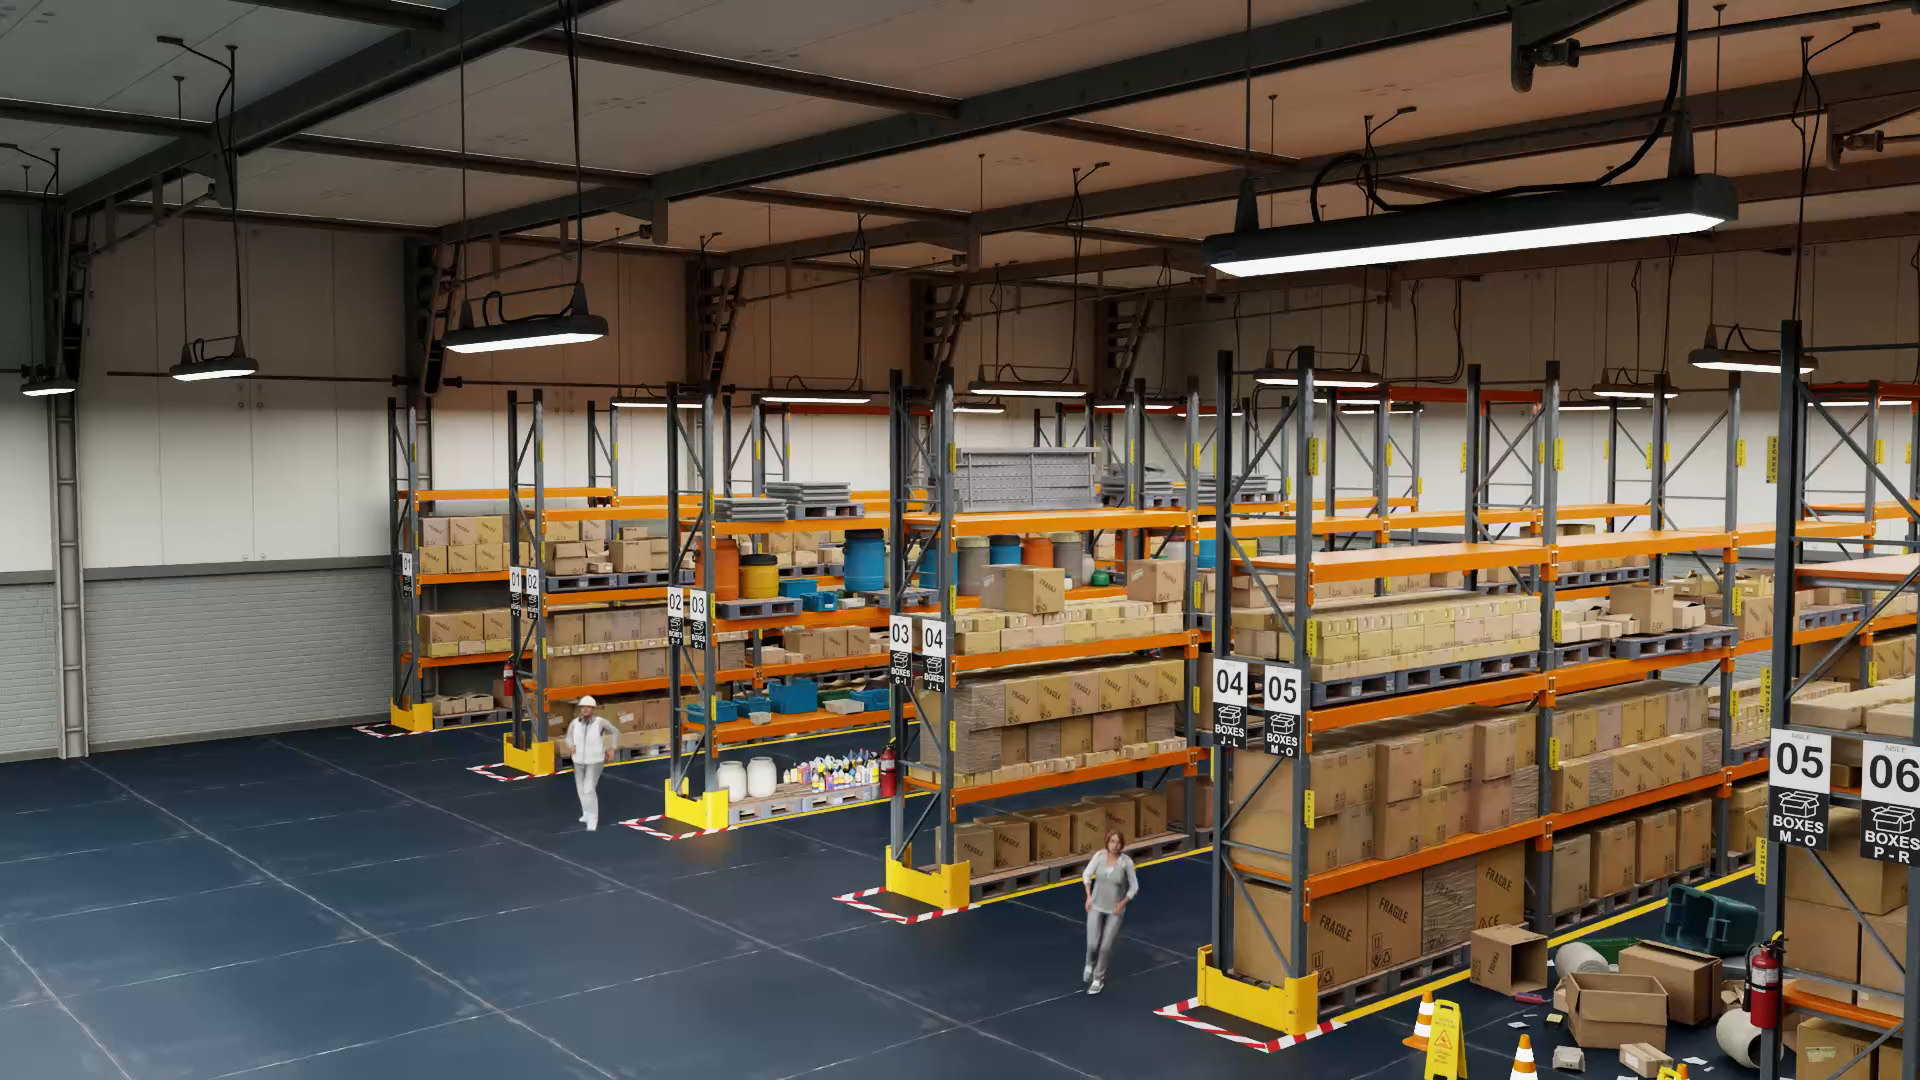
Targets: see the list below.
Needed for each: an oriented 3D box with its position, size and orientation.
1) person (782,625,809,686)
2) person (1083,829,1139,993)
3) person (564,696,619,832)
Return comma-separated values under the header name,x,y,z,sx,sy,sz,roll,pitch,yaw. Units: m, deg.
name,x,y,z,sx,sy,sz,roll,pitch,yaw
person,-3.206,2.153,32.444,0.690,1.761,0.635,-3,4,-39
person,1.404,3.481,15.600,0.540,1.553,0.513,1,3,11
person,-4.959,2.995,22.271,0.680,1.824,0.716,0,3,9
